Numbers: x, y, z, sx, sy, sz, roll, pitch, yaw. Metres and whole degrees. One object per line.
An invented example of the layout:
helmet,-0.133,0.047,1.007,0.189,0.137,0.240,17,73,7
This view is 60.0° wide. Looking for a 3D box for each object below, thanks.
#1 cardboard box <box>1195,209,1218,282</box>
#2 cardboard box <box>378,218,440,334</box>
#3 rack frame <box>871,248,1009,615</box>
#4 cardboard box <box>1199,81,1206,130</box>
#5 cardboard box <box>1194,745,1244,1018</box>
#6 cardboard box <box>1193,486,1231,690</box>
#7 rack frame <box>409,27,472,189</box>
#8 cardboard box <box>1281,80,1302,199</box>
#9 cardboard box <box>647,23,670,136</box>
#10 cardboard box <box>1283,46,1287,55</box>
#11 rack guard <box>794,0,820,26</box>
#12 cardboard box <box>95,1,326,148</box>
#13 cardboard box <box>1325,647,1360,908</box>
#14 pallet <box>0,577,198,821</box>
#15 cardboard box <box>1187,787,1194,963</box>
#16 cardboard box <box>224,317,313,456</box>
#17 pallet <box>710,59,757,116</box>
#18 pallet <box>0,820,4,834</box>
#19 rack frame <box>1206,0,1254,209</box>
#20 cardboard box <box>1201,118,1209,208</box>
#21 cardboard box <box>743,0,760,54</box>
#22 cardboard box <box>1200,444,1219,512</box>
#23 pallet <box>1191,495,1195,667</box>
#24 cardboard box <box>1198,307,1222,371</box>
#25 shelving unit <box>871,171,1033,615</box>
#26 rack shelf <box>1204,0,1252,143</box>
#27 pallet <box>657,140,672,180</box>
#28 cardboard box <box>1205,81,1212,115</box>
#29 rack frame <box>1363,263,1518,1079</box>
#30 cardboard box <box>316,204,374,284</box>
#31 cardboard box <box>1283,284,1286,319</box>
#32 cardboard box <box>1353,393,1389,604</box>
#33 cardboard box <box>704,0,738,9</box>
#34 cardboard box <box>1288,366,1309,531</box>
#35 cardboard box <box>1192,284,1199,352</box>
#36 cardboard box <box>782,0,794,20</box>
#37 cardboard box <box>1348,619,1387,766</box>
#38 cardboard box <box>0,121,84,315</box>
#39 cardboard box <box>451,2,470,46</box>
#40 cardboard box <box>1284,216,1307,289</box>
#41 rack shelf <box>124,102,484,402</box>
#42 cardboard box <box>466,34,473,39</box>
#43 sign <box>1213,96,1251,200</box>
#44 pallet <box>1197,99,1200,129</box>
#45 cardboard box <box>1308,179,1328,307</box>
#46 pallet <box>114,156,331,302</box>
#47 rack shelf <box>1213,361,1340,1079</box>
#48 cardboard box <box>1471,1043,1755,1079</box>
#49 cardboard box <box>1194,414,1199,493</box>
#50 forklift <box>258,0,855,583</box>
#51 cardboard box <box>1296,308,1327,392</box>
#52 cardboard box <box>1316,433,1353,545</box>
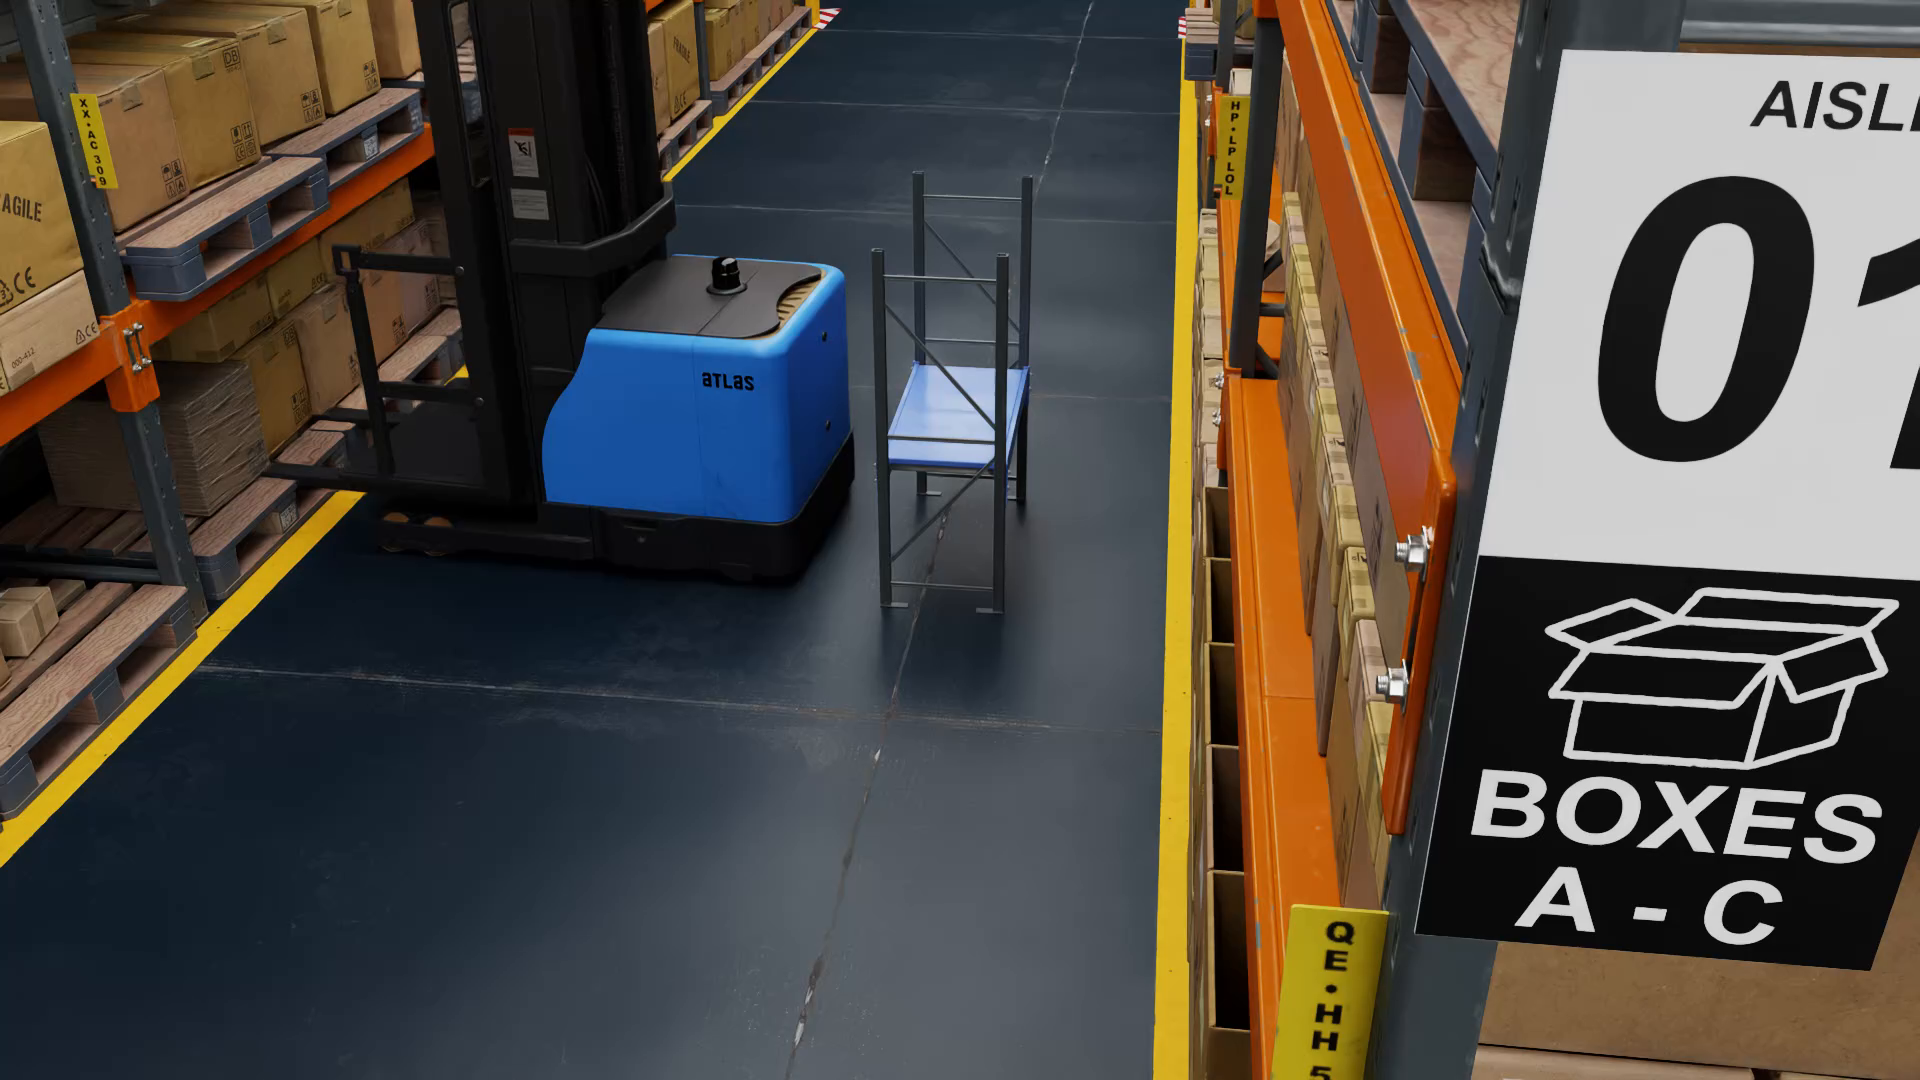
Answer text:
cardboard box,1.533,-1.605,8.931,0.500,0.311,0.500,4,29,8
cardboard box,-3.243,-1.414,8.885,0.700,0.500,0.500,3,28,6
rack frame,-0.073,-0.381,6.376,0.500,1.500,0.032,3,28,6
cardboard box,2.078,-3.375,12.524,0.500,0.500,0.500,2,28,4
cardboard box,0.849,0.872,4.135,0.500,0.500,0.500,3,28,6
cardboard box,1.031,0.166,5.446,0.500,0.500,0.500,3,28,6
rack frame,-3.028,-2.899,9.468,1.000,3.000,0.127,3,28,6
cardboard box,1.635,-1.618,6.986,0.500,0.500,0.500,3,28,6
cardboard box,-2.595,-3.288,12.015,0.750,0.750,0.750,4,29,8
cardboard box,1.801,-2.405,8.645,0.500,0.311,0.500,5,29,9
rack guard,-2.045,-5.575,17.072,1.175,0.500,0.348,3,28,6
cardboard box,-3.297,-2.066,7.352,0.700,0.500,0.500,7,29,13
cardboard box,1.104,0.409,3.223,0.700,0.500,0.500,4,29,7
pallet,-3.566,0.530,6.044,1.003,0.211,1.213,3,28,6
cardboard box,0.908,0.966,4.750,0.500,0.250,0.500,3,28,6
cardboard box,-3.431,-0.703,7.564,0.700,0.500,0.500,3,28,5
pallet,-2.367,-3.908,14.281,1.003,0.211,1.213,3,28,6
pallet,-3.713,1.106,4.975,1.003,0.211,1.213,3,28,6
rack frame,1.889,-2.613,8.937,1.000,3.000,0.127,3,28,6
cardboard box,1.834,-2.403,10.720,0.500,0.500,0.500,2,28,4
cardboard box,-2.215,-4.690,14.986,0.700,0.500,0.500,4,29,7
cardboard box,1.163,-0.158,6.247,0.500,0.311,0.500,3,28,6
pallet,1.450,0.149,6.752,1.003,0.211,1.213,3,28,6
cardboard box,1.350,-0.875,7.576,0.500,0.311,0.500,3,28,6
shelving unit,-0.010,-0.620,6.820,0.538,1.500,1.048,3,28,6
rack shelf,2.134,-3.238,10.855,1.077,0.370,4.000,3,28,6
pallet,-2.705,-2.611,11.873,1.003,0.211,1.213,3,28,6
cardboard box,1.894,-2.999,11.034,0.500,0.250,0.500,3,28,5
rack frame,0.908,1.153,1.947,1.000,3.000,0.127,3,28,6
cardboard box,-3.255,-1.473,8.203,0.500,0.250,0.500,3,28,6
cardboard box,1.415,-0.898,5.913,0.500,0.250,0.500,5,29,9
cardboard box,1.105,-0.191,2.969,0.700,0.500,0.500,3,29,6
cardboard box,-2.122,-4.648,14.225,0.380,0.149,0.250,4,29,8
cardboard box,1.292,-0.316,4.569,0.700,0.500,0.500,3,28,6
cardboard box,1.472,-1.121,8.625,0.500,0.250,0.500,3,28,5
cardboard box,-2.035,-5.414,16.329,0.700,0.500,0.500,3,28,6
cardboard box,0.861,0.270,2.796,0.380,0.149,0.250,4,29,7
cardboard box,-3.269,-1.048,5.380,0.500,0.500,0.500,3,28,6
cardboard box,-3.076,-2.915,8.929,0.700,0.500,0.500,0,28,0
cardboard box,1.143,-0.826,4.832,0.380,0.149,0.250,4,29,7
rack shelf,-3.273,-1.641,7.891,1.077,0.370,4.000,3,28,6
cardboard box,-2.758,-2.939,9.786,0.380,0.149,0.250,3,28,5
sign,0.859,-1.232,5.236,0.100,0.325,0.005,3,28,6
pallet,2.464,-3.591,13.694,1.003,0.211,1.213,3,28,6
cardboard box,1.290,-0.898,4.281,0.700,0.500,0.500,3,28,6
pallet,-3.280,-1.283,6.671,1.003,0.211,1.213,3,28,6
rack shelf,1.153,0.528,3.865,1.077,0.370,4.000,3,28,6
cardboard box,0.766,0.632,2.124,0.380,0.149,0.250,3,28,5
cardboard box,1.288,-0.395,7.277,0.500,0.250,0.500,4,29,7
forklift,-2.053,-1.457,6.865,3.031,2.935,1.130,6,29,10
cardboard box,1.049,-0.463,4.158,0.380,0.149,0.250,2,28,5
cardboard box,0.954,-0.098,3.480,0.380,0.149,0.250,3,28,5
